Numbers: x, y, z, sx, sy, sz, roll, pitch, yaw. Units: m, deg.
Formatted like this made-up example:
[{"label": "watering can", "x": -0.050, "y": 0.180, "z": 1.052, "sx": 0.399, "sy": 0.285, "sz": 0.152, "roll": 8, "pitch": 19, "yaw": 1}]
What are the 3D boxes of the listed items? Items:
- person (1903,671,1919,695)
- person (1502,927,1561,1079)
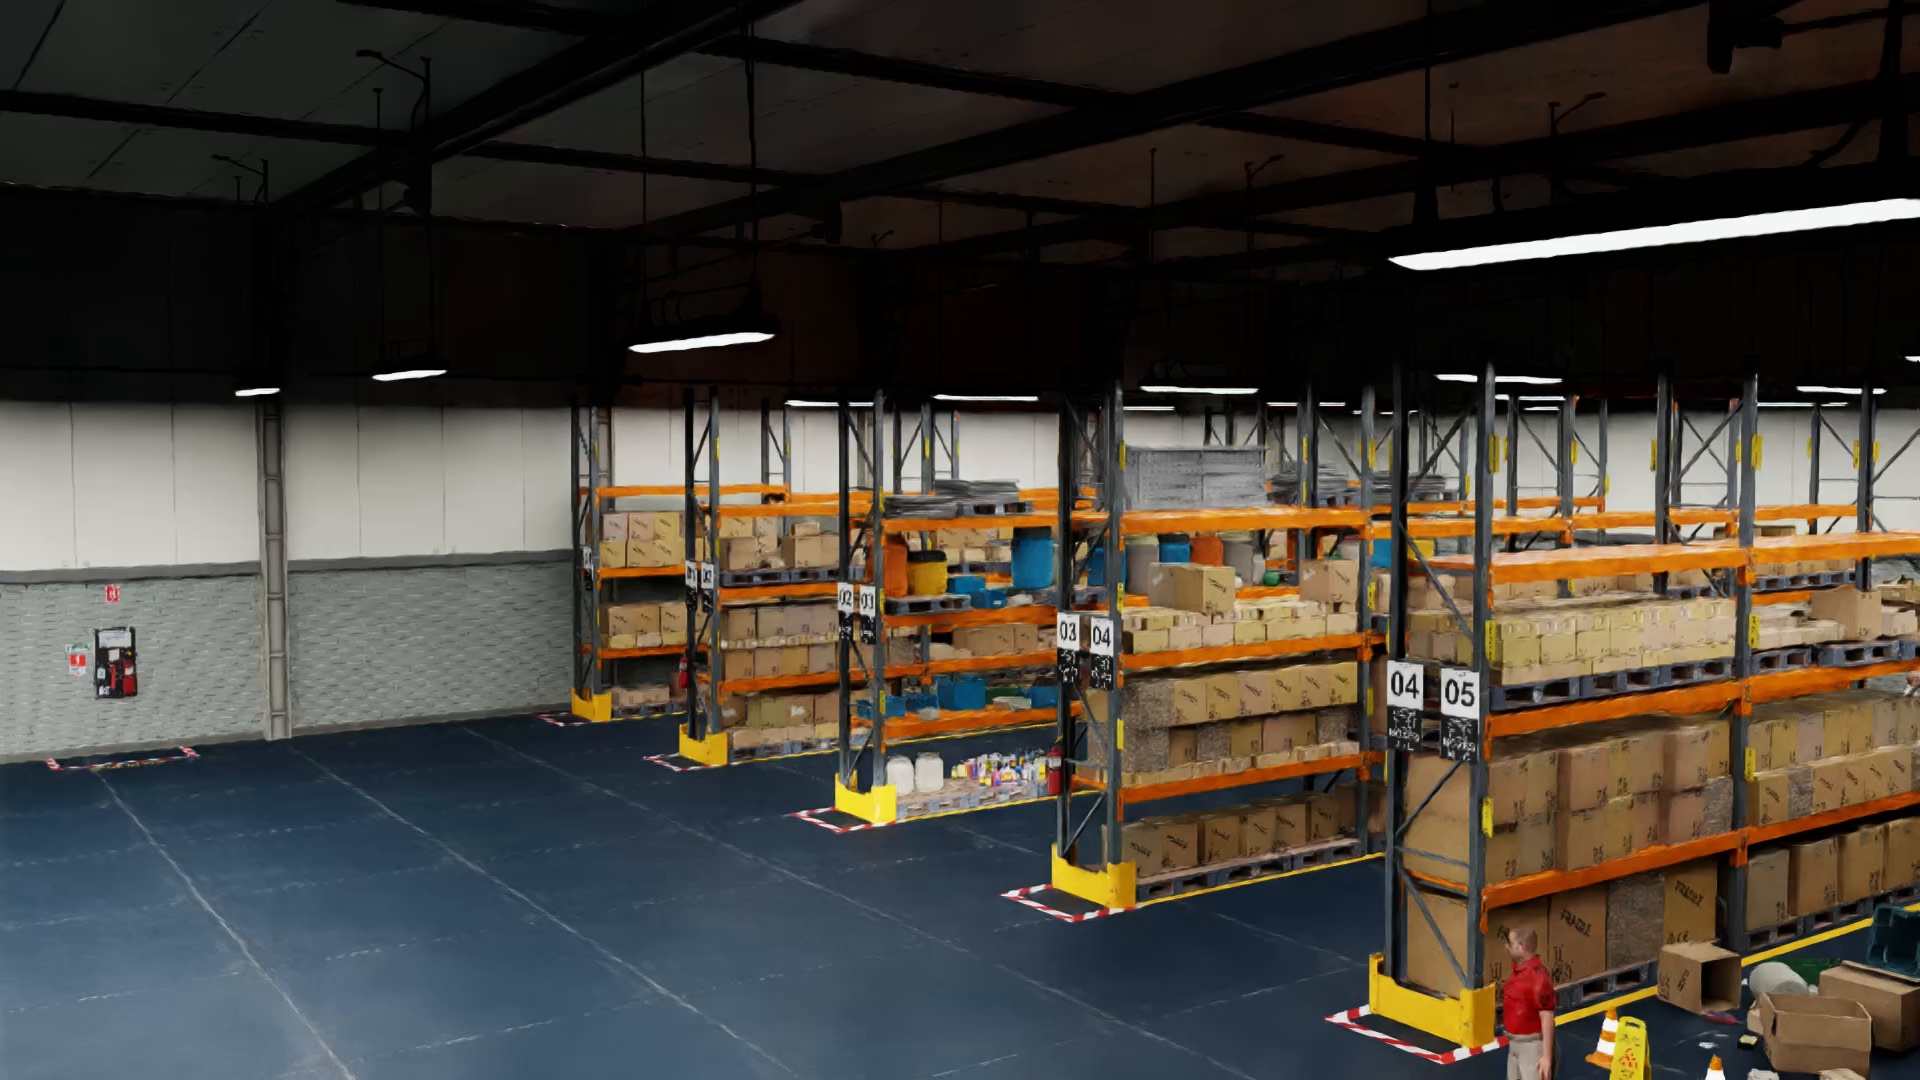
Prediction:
[{"label": "person", "x": 13.911, "y": 2.799, "z": 24.205, "sx": 0.522, "sy": 1.787, "sz": 0.652, "roll": 2, "pitch": 4, "yaw": 35}, {"label": "person", "x": 4.137, "y": 3.602, "z": 11.766, "sx": 0.564, "sy": 1.709, "sz": 0.600, "roll": 0, "pitch": 3, "yaw": 2}]
